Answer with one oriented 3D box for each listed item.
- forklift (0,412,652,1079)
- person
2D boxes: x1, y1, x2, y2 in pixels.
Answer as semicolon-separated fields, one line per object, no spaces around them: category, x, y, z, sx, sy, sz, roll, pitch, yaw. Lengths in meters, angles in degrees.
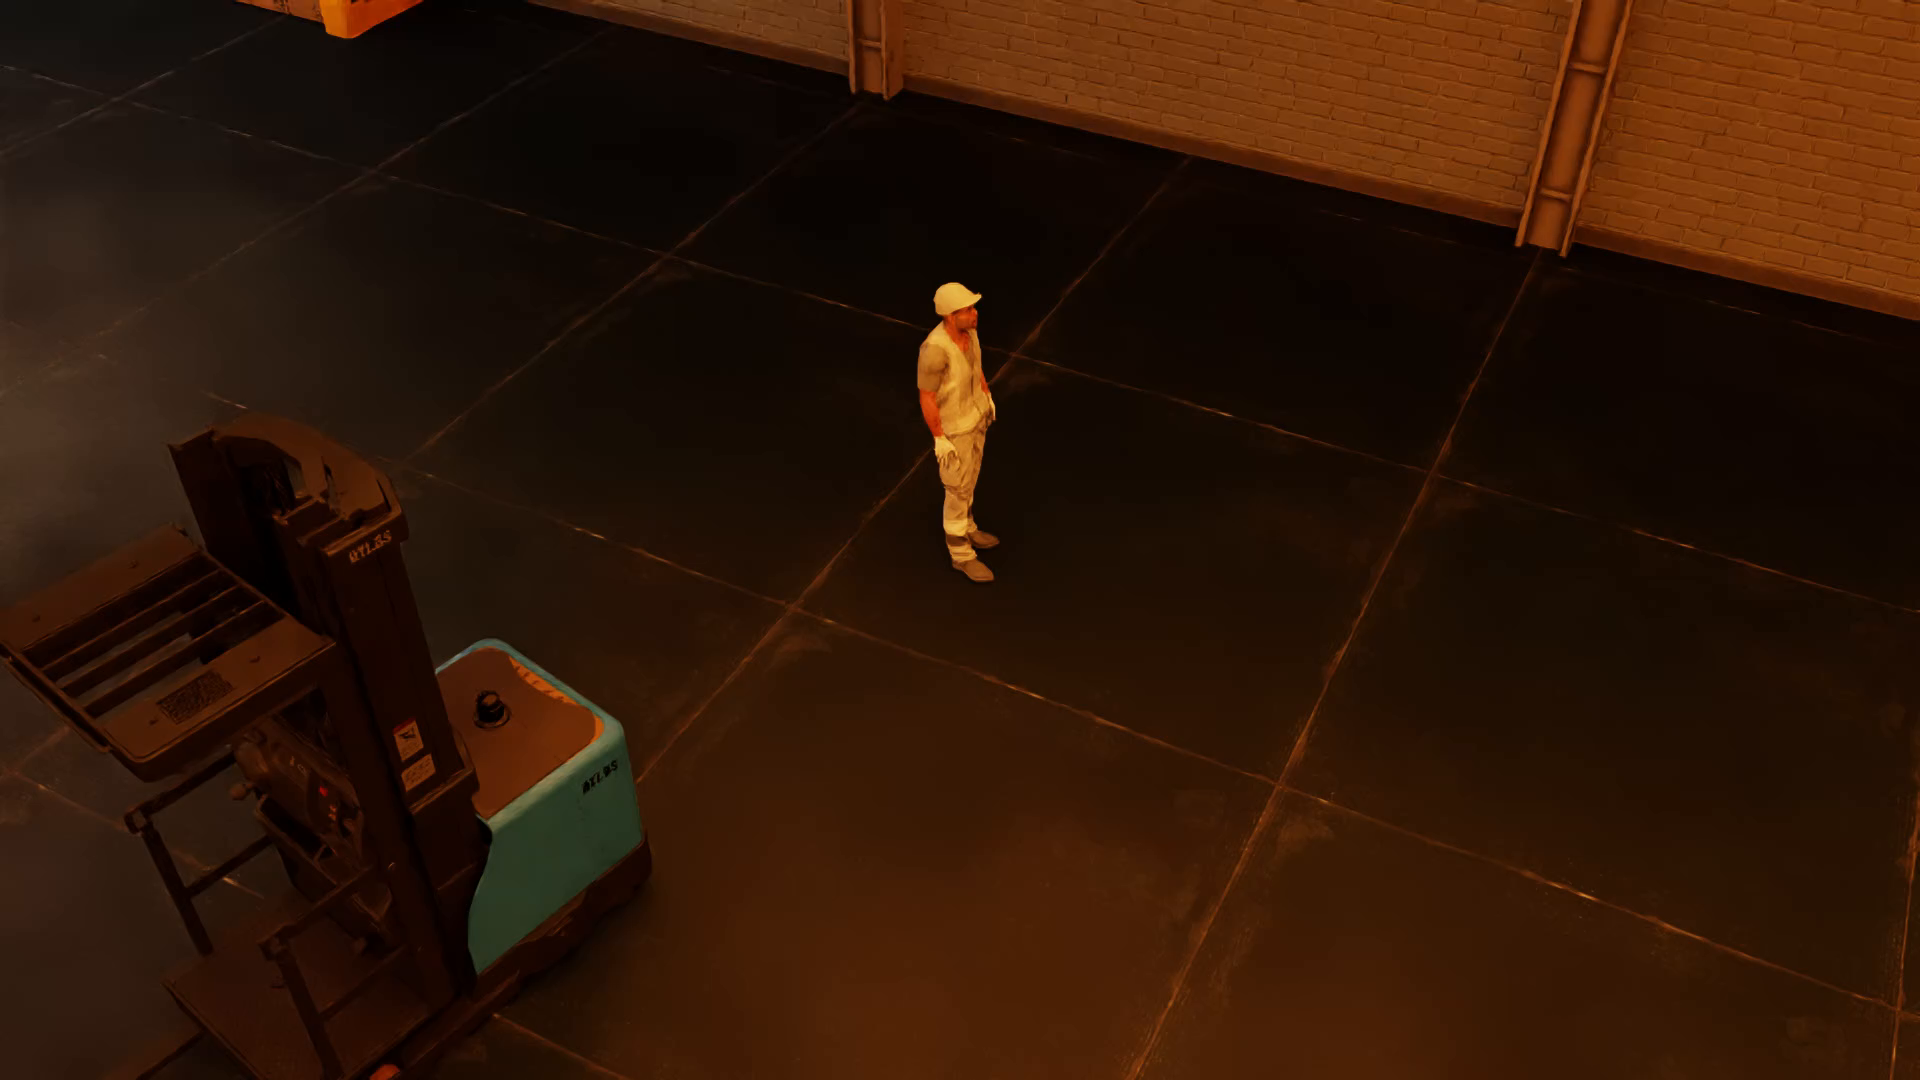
forklift;-2.847;1.081;6.703;1.130;2.935;3.031;28;47;29
person;0.066;-0.659;9.645;0.563;1.787;0.636;18;43;21
